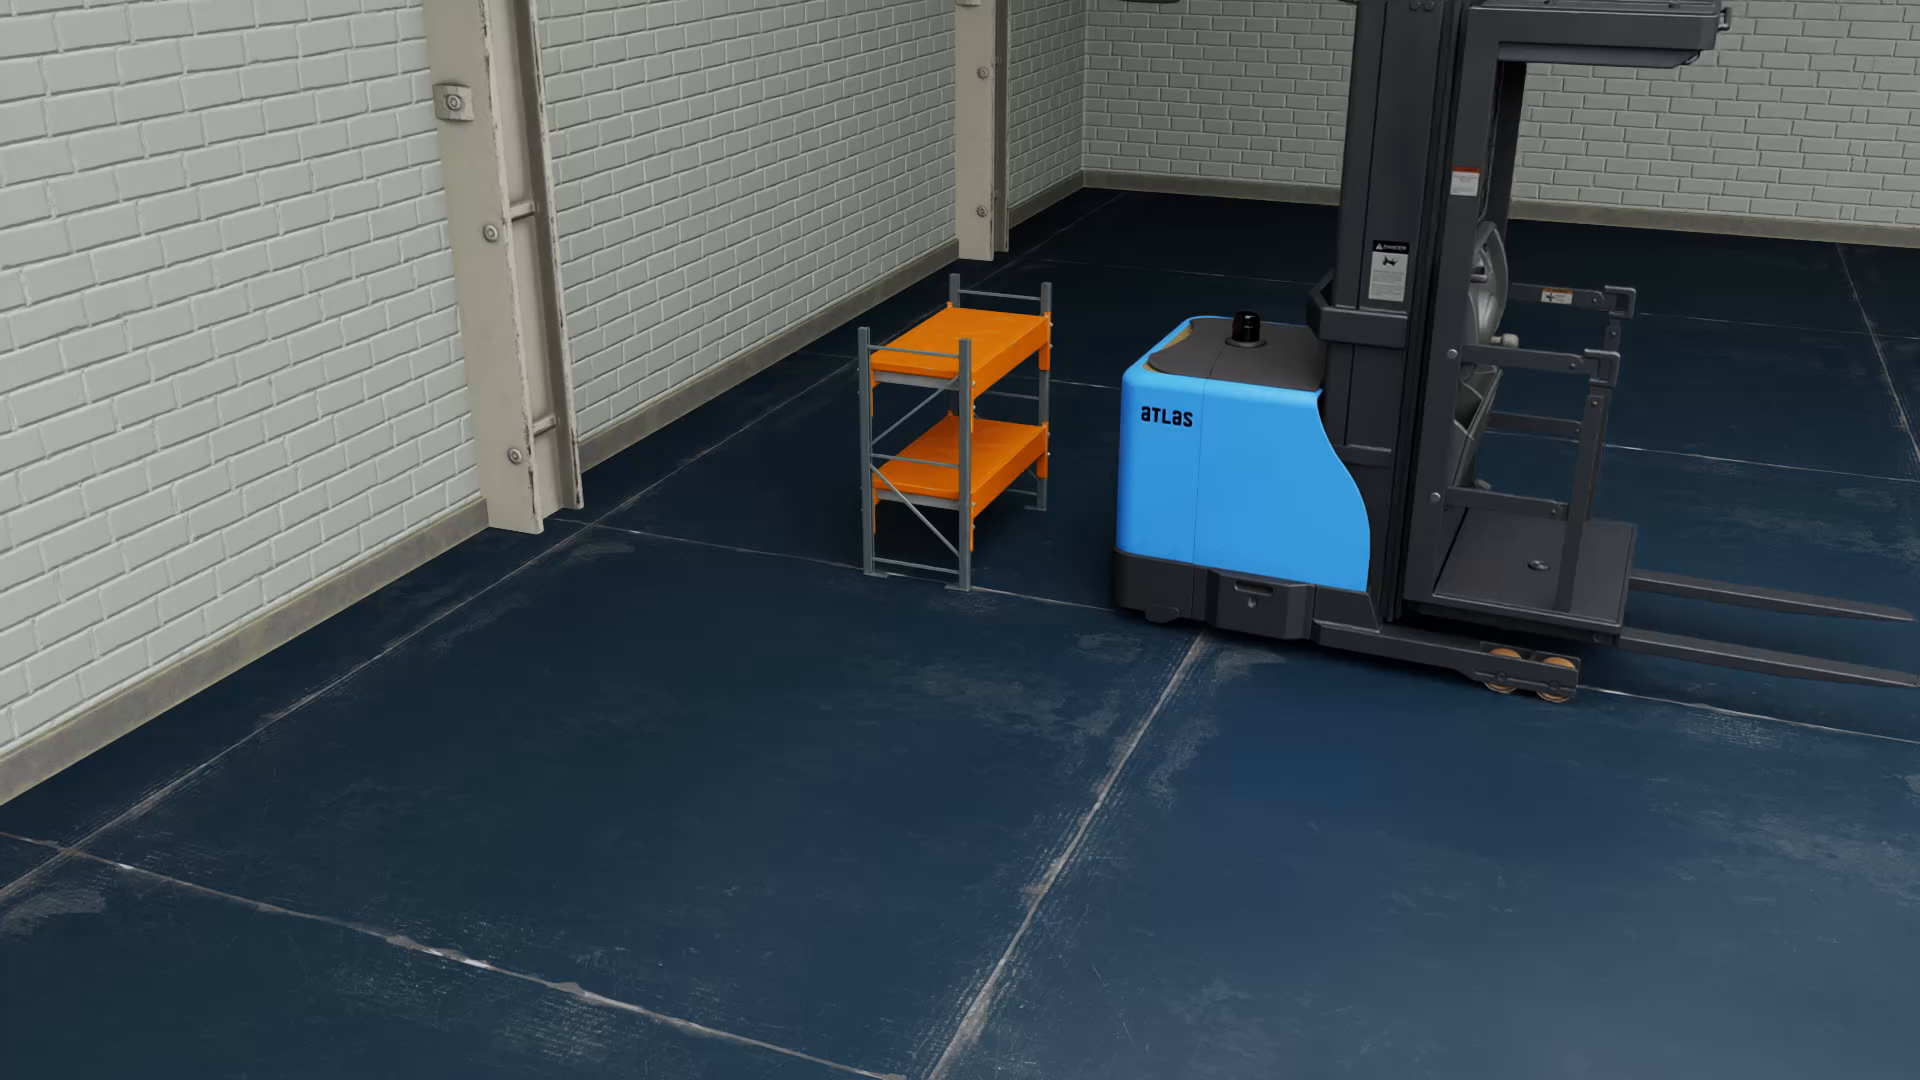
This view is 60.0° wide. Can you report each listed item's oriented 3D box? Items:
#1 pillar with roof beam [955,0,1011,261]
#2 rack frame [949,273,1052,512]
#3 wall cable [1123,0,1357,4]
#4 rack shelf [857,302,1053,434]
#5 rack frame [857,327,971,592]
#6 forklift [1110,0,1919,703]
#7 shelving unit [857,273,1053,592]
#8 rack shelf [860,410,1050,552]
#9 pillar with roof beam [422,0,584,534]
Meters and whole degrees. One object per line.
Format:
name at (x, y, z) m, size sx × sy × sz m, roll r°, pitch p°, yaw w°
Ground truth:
pillar with roof beam at (4.171, -5.802, 9.965) m, size 9.100 × 9.000 × 0.400 m, roll 9°, pitch 24°, yaw 20°
rack frame at (0.186, -0.699, 7.963) m, size 0.500 × 1.125 × 0.032 m, roll 9°, pitch 24°, yaw 20°
wall cable at (2.496, -5.851, 14.110) m, size 3.097 × 2.526 × 0.112 m, roll 9°, pitch 24°, yaw 20°
rack shelf at (-0.003, -0.787, 7.415) m, size 0.538 × 0.278 × 1.000 m, roll 9°, pitch 24°, yaw 20°
rack frame at (-0.191, -0.335, 7.092) m, size 0.500 × 1.125 × 0.032 m, roll 9°, pitch 24°, yaw 20°
forklift at (2.194, -0.972, 6.275) m, size 3.031 × 2.935 × 1.130 m, roll 10°, pitch 24°, yaw 22°
shelving unit at (-0.003, -0.517, 7.527) m, size 0.538 × 1.125 × 1.048 m, roll 9°, pitch 24°, yaw 20°
rack shelf at (-0.003, -0.291, 7.622) m, size 0.538 × 0.278 × 1.000 m, roll 9°, pitch 24°, yaw 20°
pillar with roof beam at (1.942, -3.655, 4.825) m, size 9.100 × 9.000 × 0.400 m, roll 9°, pitch 24°, yaw 20°
